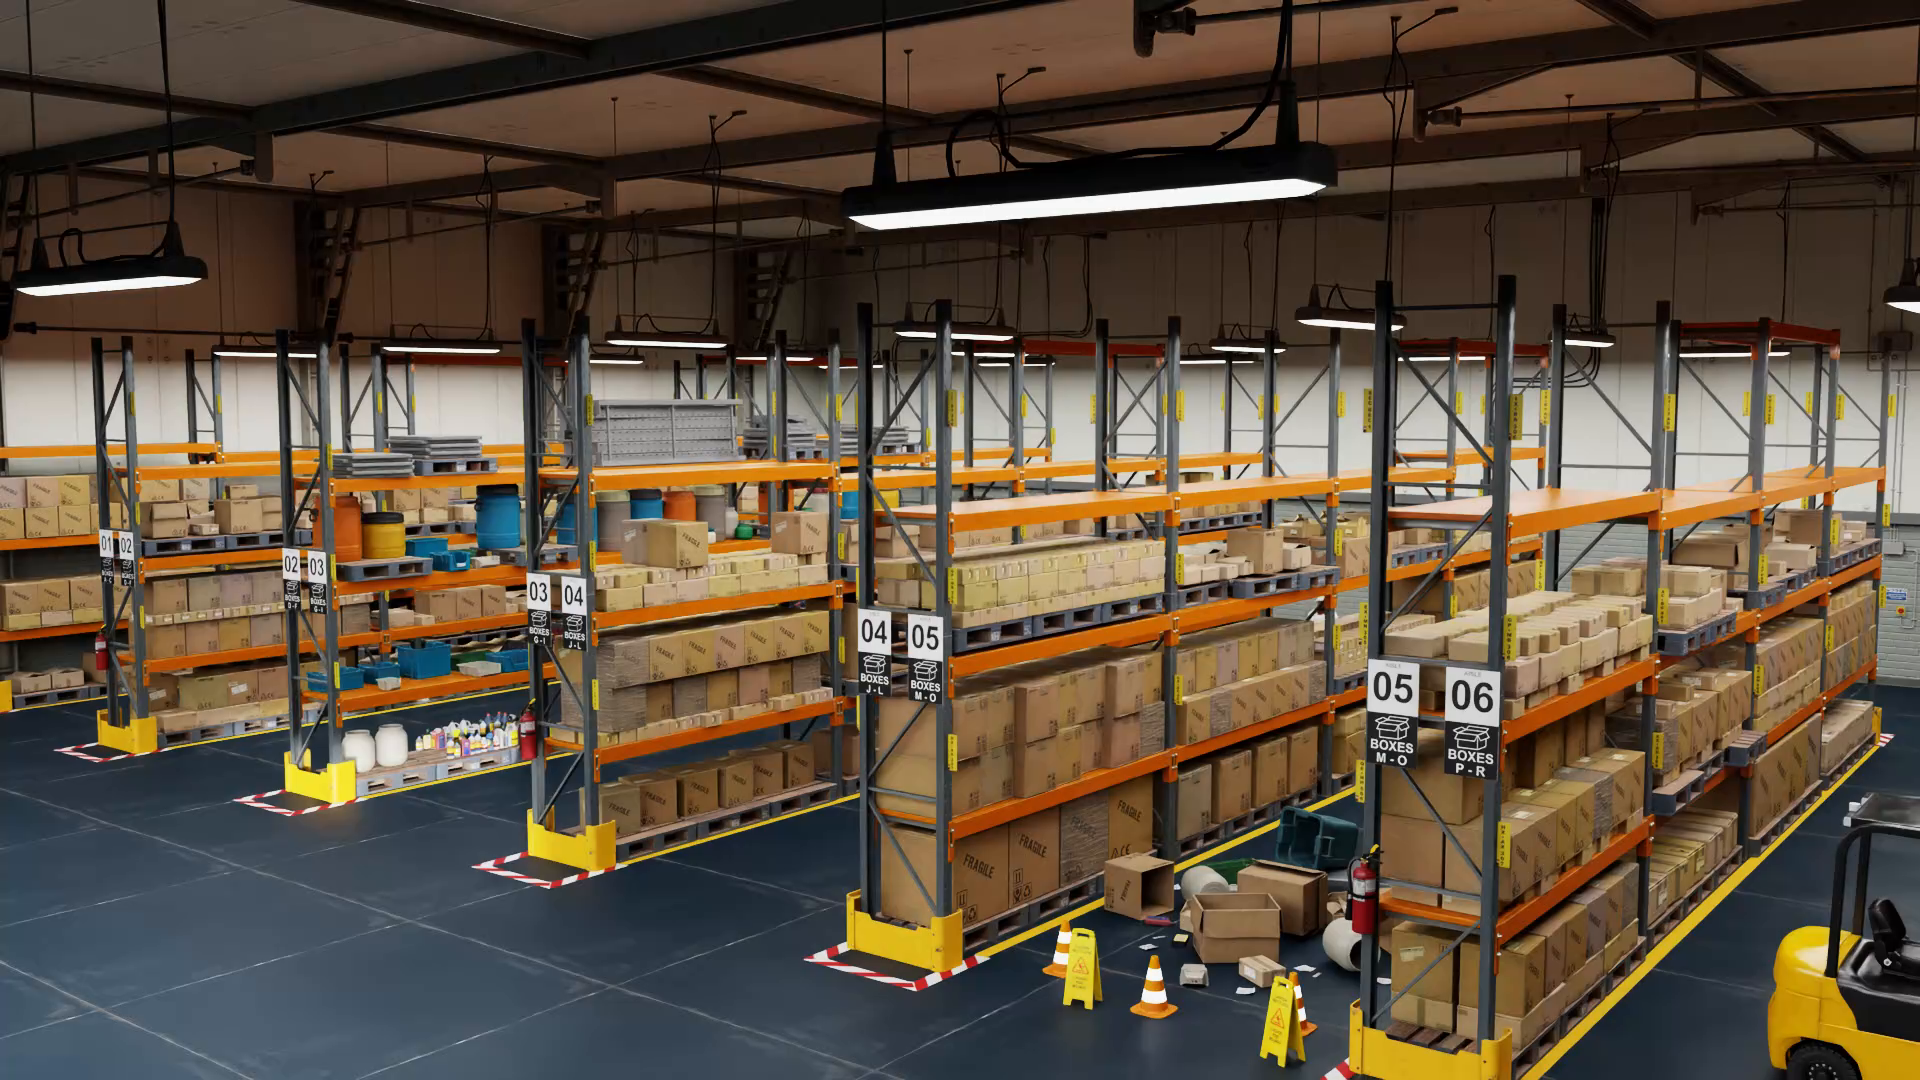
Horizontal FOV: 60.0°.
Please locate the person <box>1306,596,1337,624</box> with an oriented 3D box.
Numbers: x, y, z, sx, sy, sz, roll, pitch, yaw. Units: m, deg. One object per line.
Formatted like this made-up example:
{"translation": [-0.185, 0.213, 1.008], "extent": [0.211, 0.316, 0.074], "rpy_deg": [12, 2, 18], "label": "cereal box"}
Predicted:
{"translation": [6.246, 1.792, 28.876], "extent": [0.640, 1.714, 1.093], "rpy_deg": [3, 6, 34], "label": "person"}
